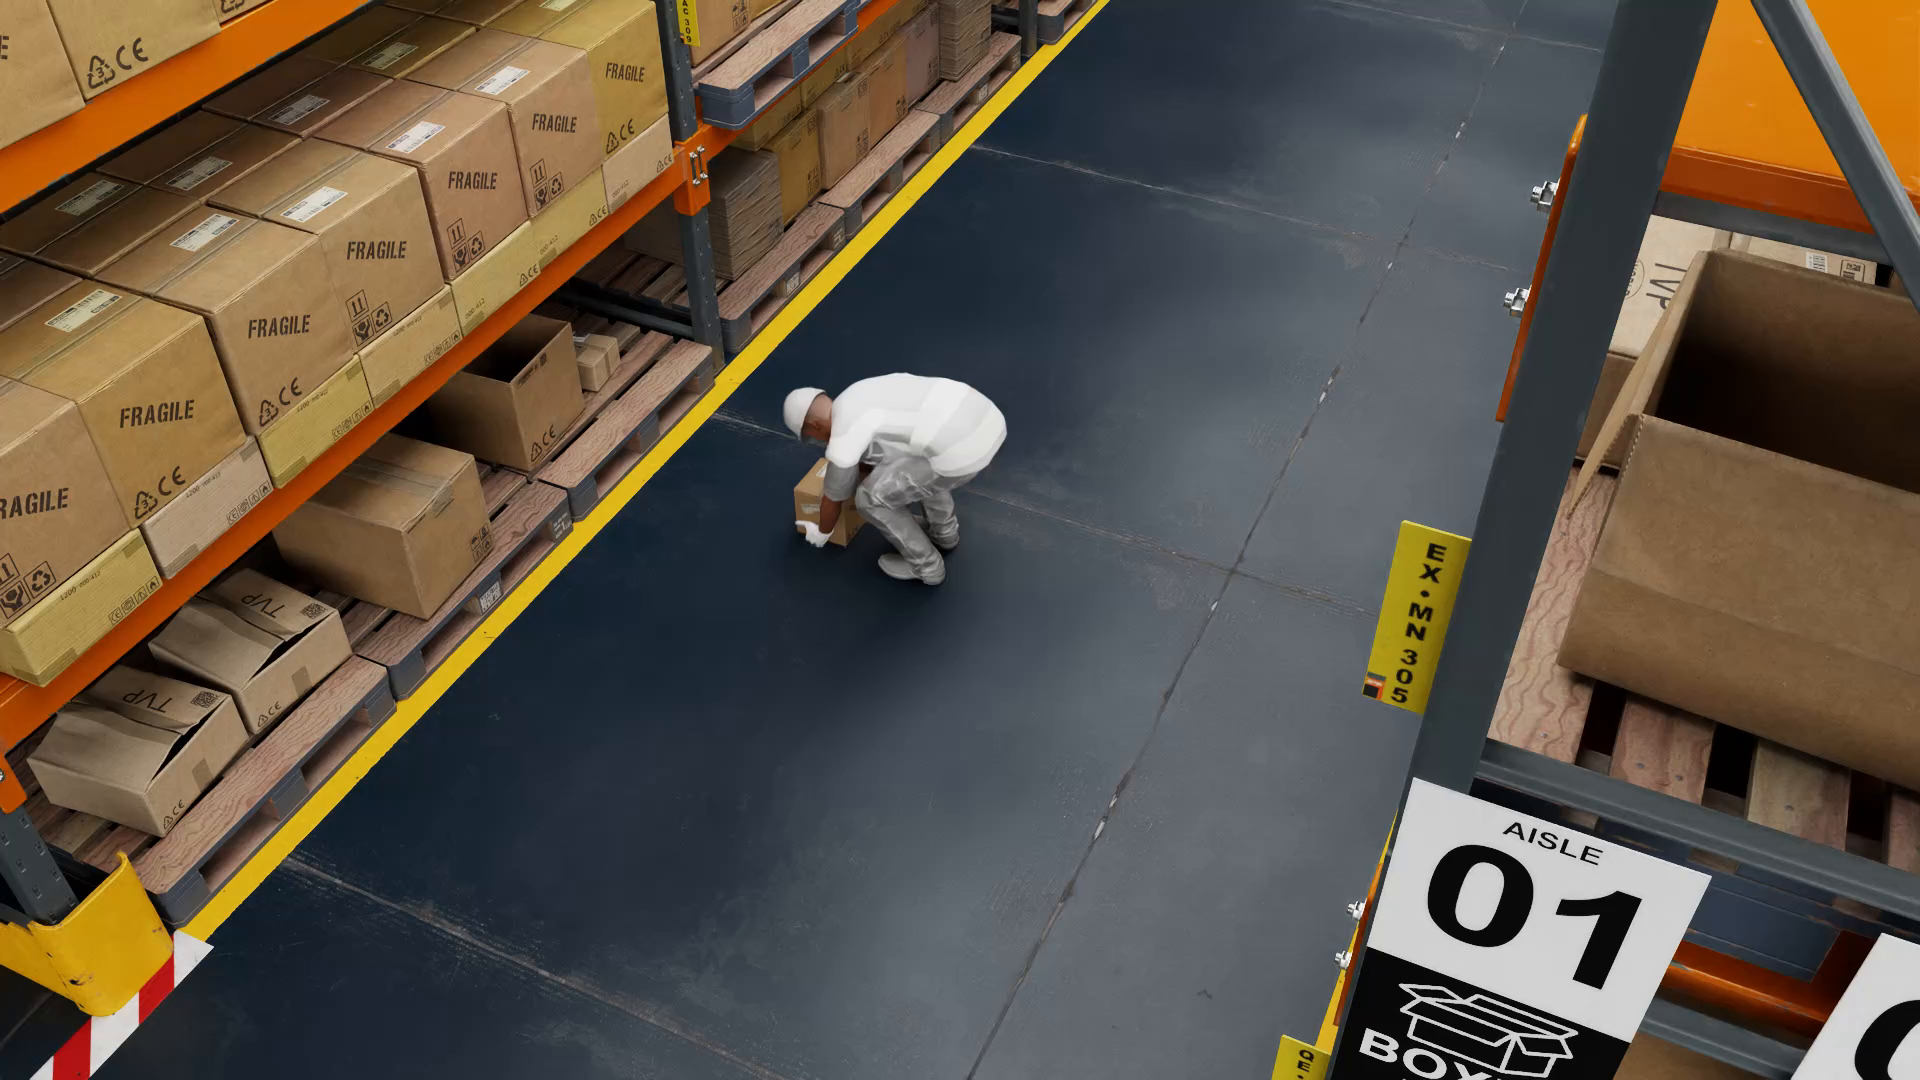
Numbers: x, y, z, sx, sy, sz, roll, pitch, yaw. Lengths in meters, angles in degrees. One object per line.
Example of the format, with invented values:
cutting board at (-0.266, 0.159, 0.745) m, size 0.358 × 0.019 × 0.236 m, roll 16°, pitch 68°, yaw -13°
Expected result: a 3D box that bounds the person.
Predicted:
person at (-0.302, -0.305, 7.157) m, size 0.987 × 0.917 × 0.522 m, roll 15°, pitch 44°, yaw 17°
